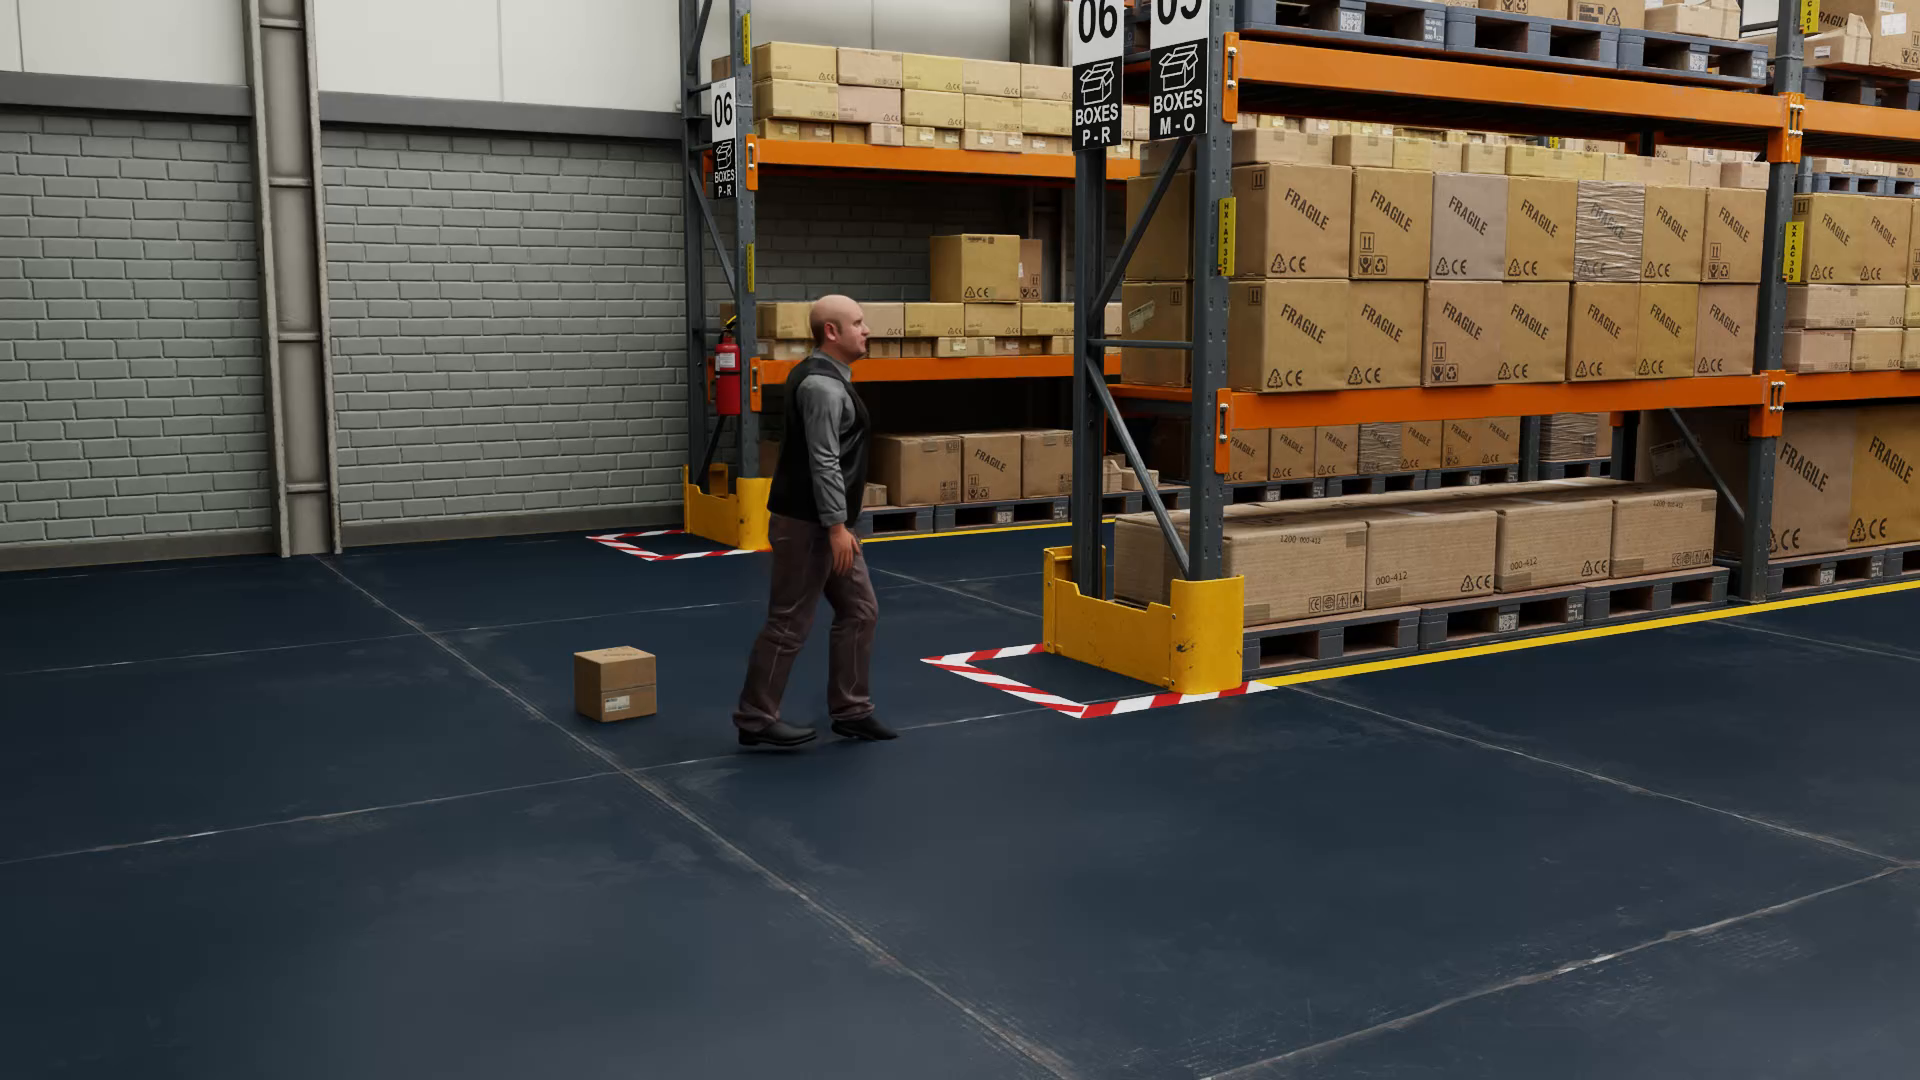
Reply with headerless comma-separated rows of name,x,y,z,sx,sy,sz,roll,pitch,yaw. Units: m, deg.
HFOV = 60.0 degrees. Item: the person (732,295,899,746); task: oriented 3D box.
person,-0.553,-0.030,6.228,0.633,1.758,0.556,0,8,-1
